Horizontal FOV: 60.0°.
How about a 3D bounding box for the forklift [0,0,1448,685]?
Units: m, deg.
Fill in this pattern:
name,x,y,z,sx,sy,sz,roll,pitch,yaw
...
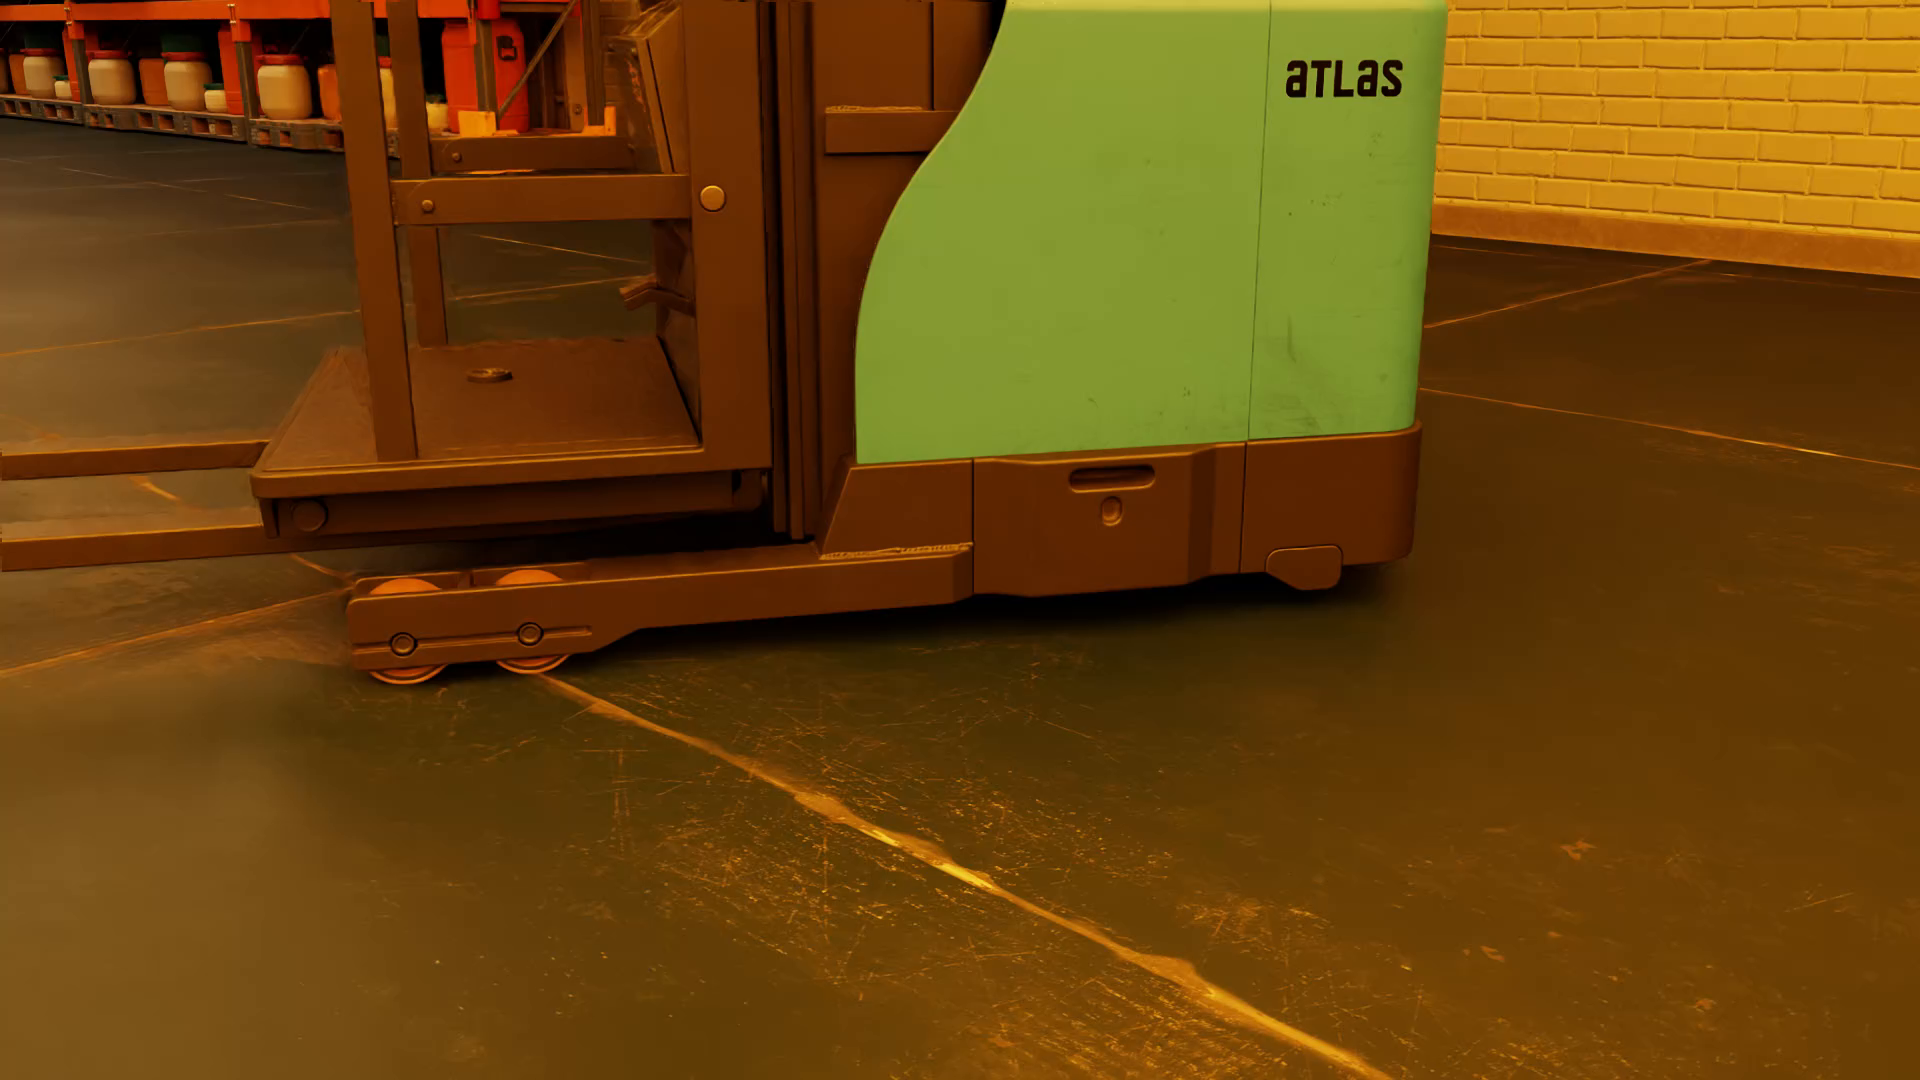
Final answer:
name,x,y,z,sx,sy,sz,roll,pitch,yaw
forklift,-0.732,-1.341,2.771,3.031,2.935,1.130,-4,18,-13
